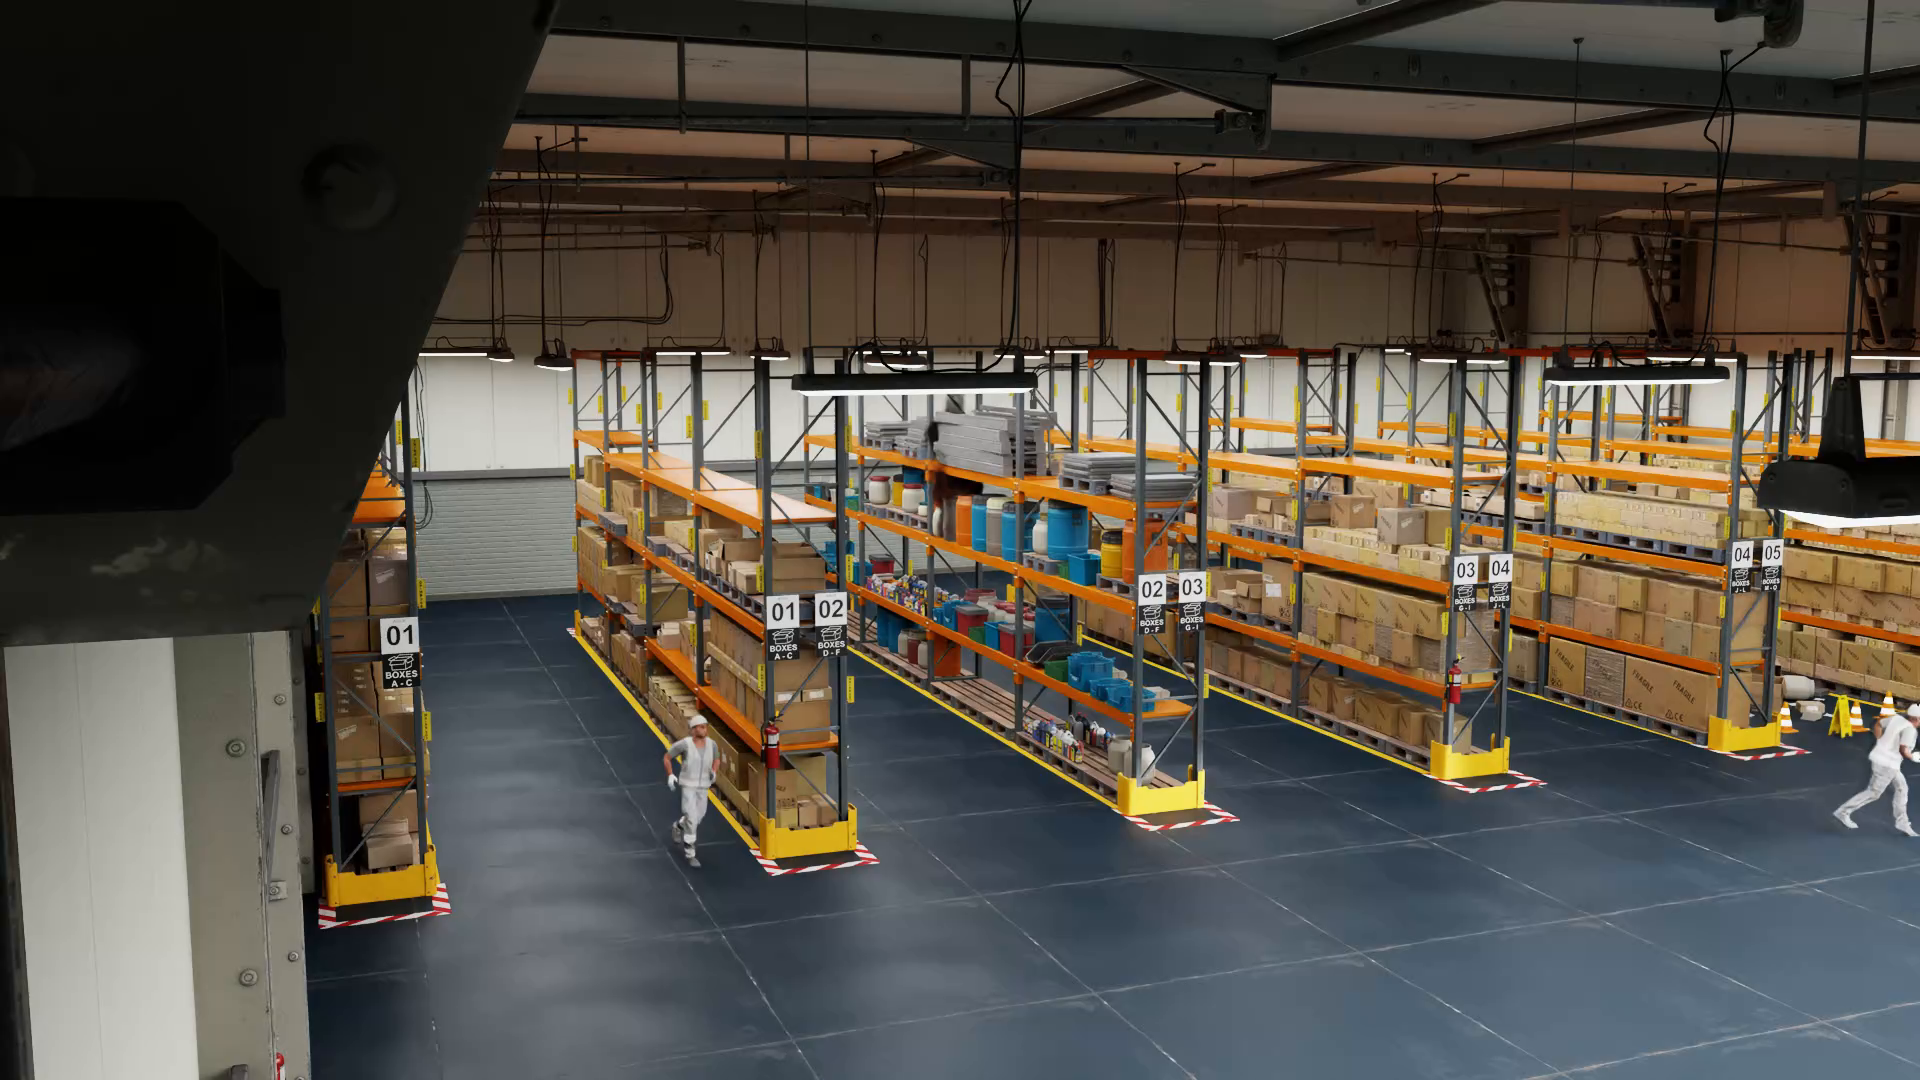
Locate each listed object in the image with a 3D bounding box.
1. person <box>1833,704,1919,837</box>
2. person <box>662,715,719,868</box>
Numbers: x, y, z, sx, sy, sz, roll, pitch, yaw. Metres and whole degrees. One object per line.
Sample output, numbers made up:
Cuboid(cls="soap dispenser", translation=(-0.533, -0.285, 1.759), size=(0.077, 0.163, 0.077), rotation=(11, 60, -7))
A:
Cuboid(cls="person", translation=(11.651, 2.904, 21.040), size=(1.054, 1.729, 0.728), rotation=(1, 7, 10))
Cuboid(cls="person", translation=(-3.228, 2.990, 20.103), size=(0.711, 1.783, 0.854), rotation=(-5, 9, -35))
